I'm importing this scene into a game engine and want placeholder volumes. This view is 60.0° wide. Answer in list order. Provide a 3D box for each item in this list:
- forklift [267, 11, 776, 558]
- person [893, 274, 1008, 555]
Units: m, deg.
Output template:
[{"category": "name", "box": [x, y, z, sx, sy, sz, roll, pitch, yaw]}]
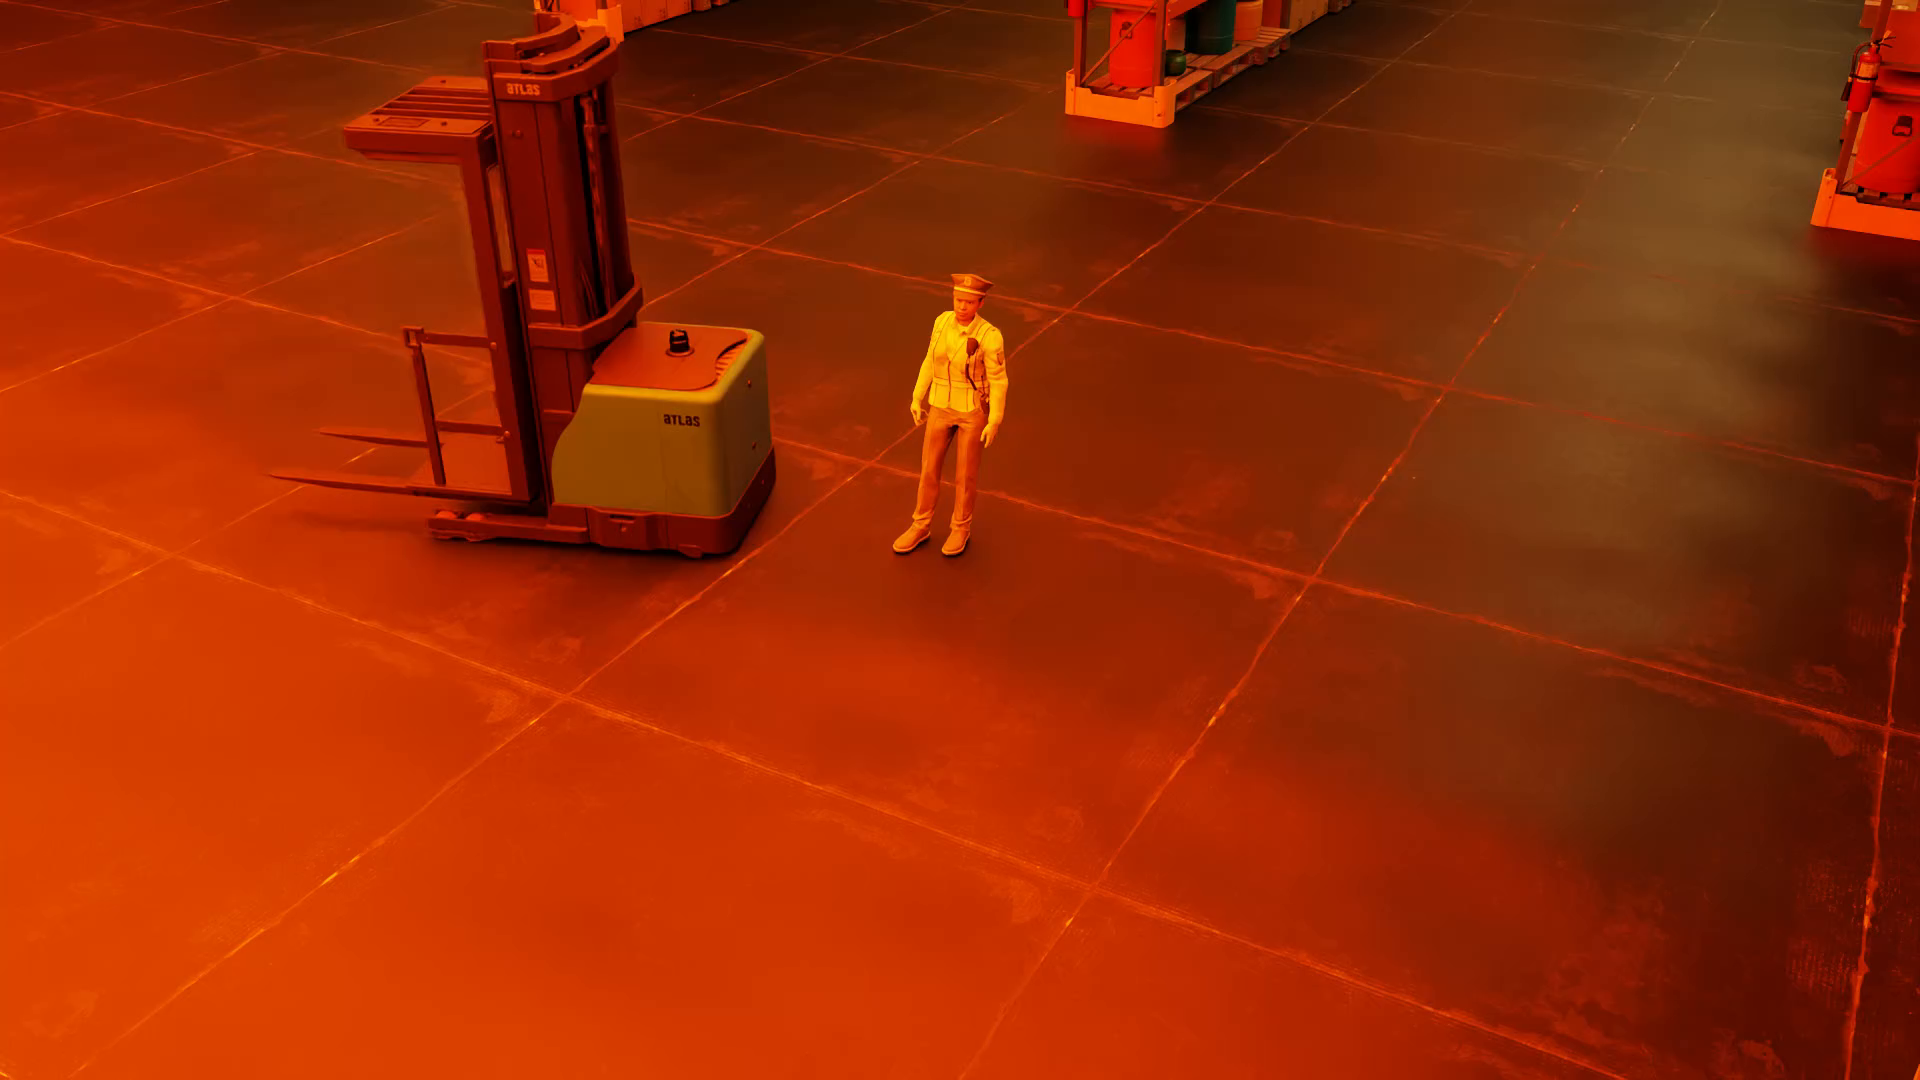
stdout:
[{"category": "forklift", "box": [-2.730, -1.511, 9.688, 3.031, 2.935, 1.130, 5, 30, 9]}, {"category": "person", "box": [-0.039, -0.712, 9.527, 0.588, 1.695, 0.531, 15, 33, 25]}]
